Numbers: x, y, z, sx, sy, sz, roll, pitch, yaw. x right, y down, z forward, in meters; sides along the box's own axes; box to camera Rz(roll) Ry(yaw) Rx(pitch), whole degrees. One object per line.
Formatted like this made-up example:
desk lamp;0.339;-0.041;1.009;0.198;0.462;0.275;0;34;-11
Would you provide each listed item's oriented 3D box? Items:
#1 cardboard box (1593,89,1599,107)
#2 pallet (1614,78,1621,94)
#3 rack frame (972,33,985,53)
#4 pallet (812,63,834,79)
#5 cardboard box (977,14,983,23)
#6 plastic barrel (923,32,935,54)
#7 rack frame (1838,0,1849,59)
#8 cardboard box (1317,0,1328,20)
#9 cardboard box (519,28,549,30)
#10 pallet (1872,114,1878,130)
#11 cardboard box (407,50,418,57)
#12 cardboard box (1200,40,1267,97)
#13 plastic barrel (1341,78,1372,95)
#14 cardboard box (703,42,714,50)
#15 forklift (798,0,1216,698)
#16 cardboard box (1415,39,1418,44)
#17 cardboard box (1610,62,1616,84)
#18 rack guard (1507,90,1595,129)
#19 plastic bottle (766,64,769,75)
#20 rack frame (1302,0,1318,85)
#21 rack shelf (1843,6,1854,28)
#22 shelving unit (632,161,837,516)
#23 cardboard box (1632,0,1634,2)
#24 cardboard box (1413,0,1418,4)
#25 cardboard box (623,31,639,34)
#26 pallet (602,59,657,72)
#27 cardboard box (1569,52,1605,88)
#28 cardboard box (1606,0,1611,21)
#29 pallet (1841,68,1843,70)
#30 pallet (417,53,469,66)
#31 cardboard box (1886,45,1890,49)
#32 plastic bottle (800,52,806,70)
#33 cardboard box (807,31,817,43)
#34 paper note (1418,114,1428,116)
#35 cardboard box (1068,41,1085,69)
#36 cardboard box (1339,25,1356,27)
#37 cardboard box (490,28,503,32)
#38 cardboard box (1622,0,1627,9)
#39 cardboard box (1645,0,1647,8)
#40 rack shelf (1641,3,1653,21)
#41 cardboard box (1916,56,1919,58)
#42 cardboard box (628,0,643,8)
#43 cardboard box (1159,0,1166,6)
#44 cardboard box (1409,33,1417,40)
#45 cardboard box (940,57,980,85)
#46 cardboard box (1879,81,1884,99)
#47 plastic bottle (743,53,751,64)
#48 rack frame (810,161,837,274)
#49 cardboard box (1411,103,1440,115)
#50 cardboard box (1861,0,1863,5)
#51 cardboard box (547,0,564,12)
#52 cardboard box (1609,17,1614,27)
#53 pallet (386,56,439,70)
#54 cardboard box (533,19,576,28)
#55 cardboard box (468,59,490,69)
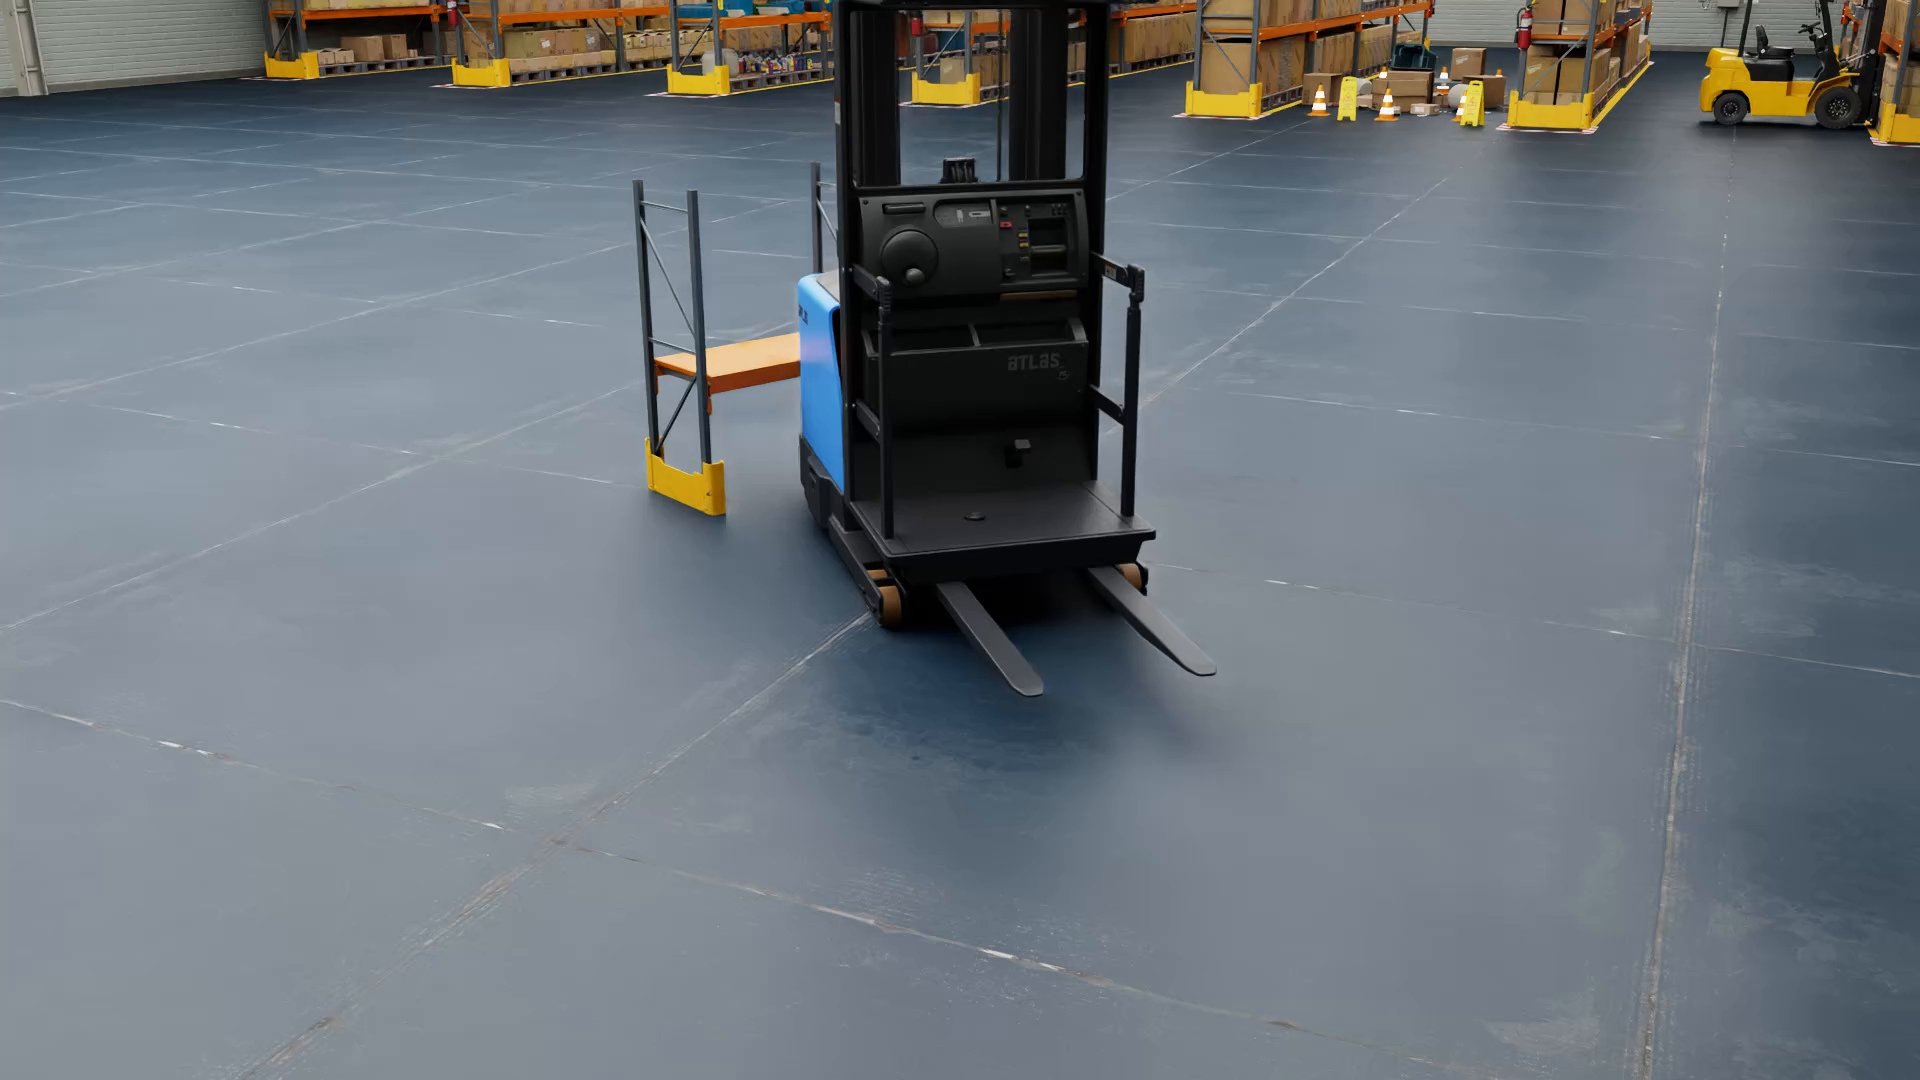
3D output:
cardboard box;9.566;-6.841;25.705;0.500;0.250;0.500;9;22;25
pallet;11.722;-8.468;30.964;1.003;0.211;1.213;9;21;23
rack frame;0.122;-13.283;40.341;1.000;3.000;0.127;9;21;23
pallet;-2.868;-9.769;34.622;1.003;0.211;1.213;9;21;23
cardboard box;0.180;-8.944;28.518;0.380;0.149;0.250;9;21;23
plastic barrel;-0.869;-11.619;38.634;0.600;0.588;0.708;9;21;23
rack frame;19.849;-11.786;36.133;1.000;3.000;0.127;9;21;23
cardboard box;6.309;-9.617;29.884;0.500;0.500;0.500;9;21;23
cardboard box;-8.760;-10.216;34.076;0.500;0.500;0.500;9;21;23
pallet;14.073;-6.192;24.566;1.003;0.211;1.213;9;21;23
cardboard box;-12.384;-10.901;37.216;0.380;0.166;0.250;6;20;16
cardboard box;4.427;-7.636;27.009;0.875;0.875;0.875;9;21;23
plastic barrel;6.783;-7.675;28.418;0.421;0.421;0.512;-9;22;-24
cardboard box;-6.027;-11.449;38.661;0.500;0.250;0.500;9;22;24
forklift;0.122;-1.184;6.423;1.130;2.935;3.031;-5;20;-15
cardboard box;10.595;-11.749;39.214;0.380;0.149;0.250;8;21;20
cardboard box;11.192;-8.351;29.769;0.950;0.372;0.625;9;22;24
rack guard;8.798;-6.420;24.776;1.175;0.500;0.348;9;21;23
plastic bottle;-3.723;-9.046;31.949;0.097;0.201;0.097;0;20;0
rack frame;5.848;-9.446;29.553;1.000;3.000;0.127;9;21;23
rack shelf;19.030;-10.836;34.534;1.077;0.370;4.000;9;21;23
shelving unit;-0.946;-1.011;8.073;1.083;1.500;0.587;-17;25;-39
cardboard box;12.476;-10.306;31.450;0.500;0.250;0.500;8;21;22
cardboard box;10.443;-12.550;38.657;0.380;0.149;0.250;8;21;20
cardboard box;-7.354;-11.160;37.012;0.500;0.311;0.500;8;21;23
pallet;-7.406;-10.435;36.494;1.003;0.211;1.213;9;21;23
cardboard box;9.782;-7.359;26.043;0.500;0.500;0.500;9;21;24
cardboard box;9.832;-8.340;25.850;0.500;0.500;0.500;8;21;22
pallet;18.992;-9.833;34.804;1.003;0.211;1.213;9;21;23
pallet;-11.875;-11.121;38.424;1.003;0.211;1.213;9;21;23
cardboard box;16.544;-8.852;30.018;0.380;0.149;0.250;7;21;20
plastic bottle;-3.155;-9.560;33.170;0.144;0.351;0.185;8;21;21
cardboard box;-4.027;-13.002;42.910;0.500;0.311;0.500;9;21;23
paper note;7.338;-6.738;26.370;0.148;0.019;0.142;1;20;4
cardboard box;2.305;-9.857;33.782;0.700;0.500;0.500;11;22;27
cardboard box;8.152;-10.757;35.224;0.500;0.250;0.500;9;22;25
cardboard box;-11.297;-11.924;39.595;0.700;0.500;0.500;8;21;22
cardboard box;11.479;-9.397;29.165;0.380;0.149;0.250;9;22;25
cardboard box;14.322;-11.551;35.323;0.500;0.500;0.500;9;21;23
rack shelf;14.500;-11.516;36.446;1.077;0.370;4.000;9;21;23
cardboard box;14.717;-7.157;25.102;0.500;0.250;0.500;8;21;22
cardboard box;-7.122;-11.642;36.104;0.380;0.149;0.250;9;21;23
cardboard box;4.281;-12.159;37.032;0.500;0.500;0.500;8;21;22
cardboard box;10.408;-11.727;38.707;0.380;0.149;0.250;9;22;25
cardboard box;-0.003;-8.143;28.994;0.500;0.500;0.500;13;23;33
cardboard box;13.619;-6.537;24.104;0.500;0.250;0.500;8;21;21
plastic bottle;-4.191;-9.362;32.613;0.144;0.351;0.185;10;22;25
rack frame;-0.573;-1.122;8.385;0.032;1.500;0.500;-17;25;-39
cardboard box;7.461;-6.909;26.675;0.250;0.149;0.380;-14;24;-33
cardboard box;16.710;-9.835;30.243;0.500;0.250;0.500;8;21;20
cardboard box;-8.475;-10.957;33.652;0.700;0.500;0.500;9;22;24
cardboard box;10.456;-8.462;27.161;0.380;0.149;0.250;9;22;24
pallet;-12.435;-10.672;37.163;1.003;0.211;1.213;9;21;23
cardboard box;-10.134;-12.811;41.596;0.750;0.750;0.750;8;21;22
cardboard box;-9.360;-9.402;32.906;0.500;0.250;0.500;9;21;23
